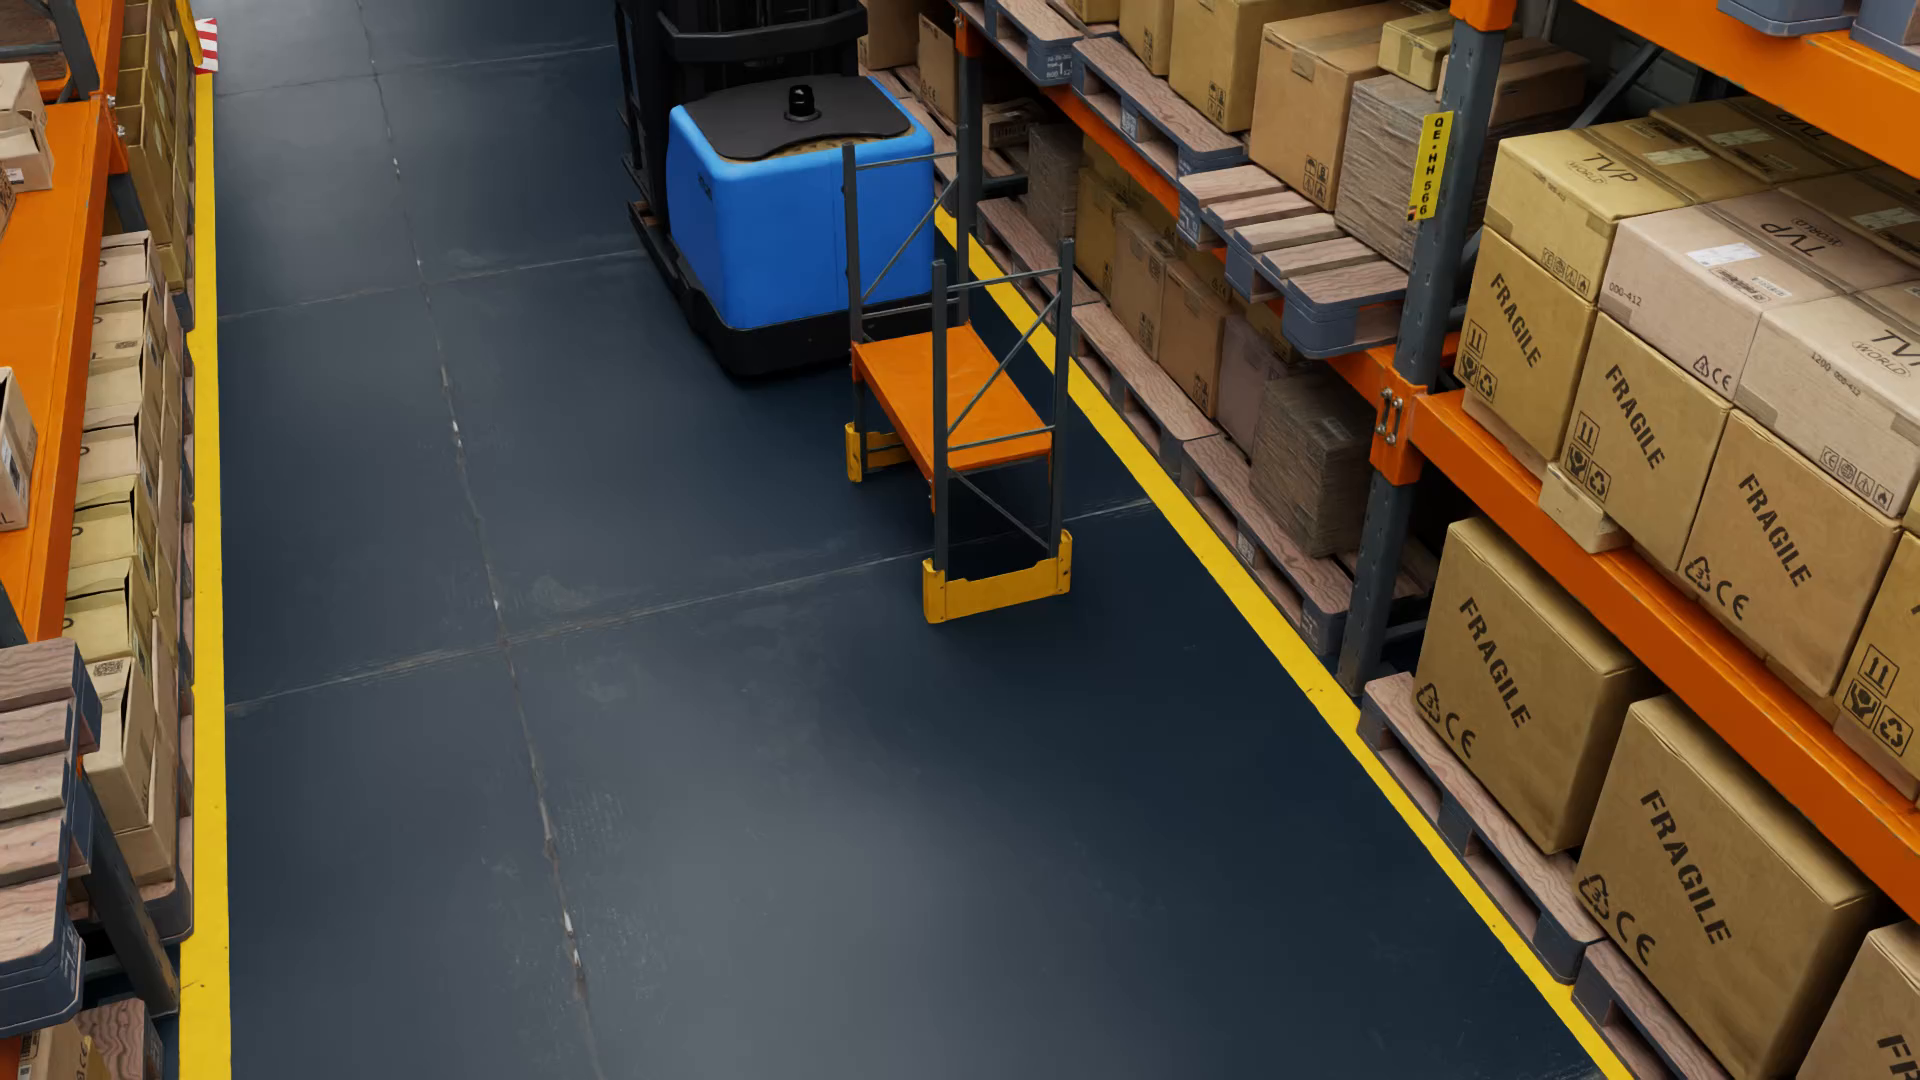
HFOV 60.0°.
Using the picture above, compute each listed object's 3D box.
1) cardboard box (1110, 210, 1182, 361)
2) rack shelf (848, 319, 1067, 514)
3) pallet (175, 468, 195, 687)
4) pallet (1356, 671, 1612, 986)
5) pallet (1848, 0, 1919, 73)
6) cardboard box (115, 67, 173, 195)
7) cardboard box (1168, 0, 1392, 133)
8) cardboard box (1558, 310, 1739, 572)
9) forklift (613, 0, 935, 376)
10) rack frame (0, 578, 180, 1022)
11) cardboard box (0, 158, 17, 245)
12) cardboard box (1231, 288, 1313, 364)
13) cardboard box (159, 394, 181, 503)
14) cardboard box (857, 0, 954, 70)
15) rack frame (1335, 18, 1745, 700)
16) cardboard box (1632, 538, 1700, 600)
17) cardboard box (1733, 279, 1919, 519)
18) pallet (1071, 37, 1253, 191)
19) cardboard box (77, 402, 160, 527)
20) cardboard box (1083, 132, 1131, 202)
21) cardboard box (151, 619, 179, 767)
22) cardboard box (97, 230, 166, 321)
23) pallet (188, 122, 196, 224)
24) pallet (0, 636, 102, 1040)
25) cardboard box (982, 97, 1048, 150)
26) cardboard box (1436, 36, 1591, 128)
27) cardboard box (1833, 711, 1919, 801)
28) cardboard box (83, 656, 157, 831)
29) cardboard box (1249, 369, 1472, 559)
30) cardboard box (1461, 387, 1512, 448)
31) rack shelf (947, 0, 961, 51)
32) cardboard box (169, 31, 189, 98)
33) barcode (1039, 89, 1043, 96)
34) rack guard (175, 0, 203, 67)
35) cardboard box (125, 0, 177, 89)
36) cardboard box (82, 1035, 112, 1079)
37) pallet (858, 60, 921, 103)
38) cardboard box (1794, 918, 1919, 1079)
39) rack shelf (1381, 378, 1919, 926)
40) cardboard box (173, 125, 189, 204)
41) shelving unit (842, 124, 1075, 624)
[{"bbox_3d":[1.116,-1.207,7.571,0.700,0.500,0.500,-12,39,-15],"label":"cardboard box"},{"bbox_3d":[-0.029,-0.504,6.471,0.538,0.185,1.000,-12,39,-16],"label":"rack shelf"},{"bbox_3d":[-3.452,0.220,6.283,1.003,0.211,1.213,-12,39,-16],"label":"pallet"},{"bbox_3d":[2.062,0.814,5.493,1.003,0.211,1.213,-12,39,-16],"label":"pallet"},{"bbox_3d":[2.520,-0.899,3.115,1.003,0.211,1.213,-11,38,-14],"label":"pallet"},{"bbox_3d":[-4.210,-1.969,8.184,0.500,0.500,0.500,-12,39,-16],"label":"cardboard box"},{"bbox_3d":[1.240,-1.939,6.382,0.700,0.500,0.500,-12,39,-16],"label":"cardboard box"},{"bbox_3d":[1.959,-0.302,4.311,0.500,0.500,0.500,-11,38,-14],"label":"cardboard box"},{"bbox_3d":[-1.134,-2.808,8.042,1.130,2.935,3.031,-14,39,-18],"label":"forklift"},{"bbox_3d":[-2.789,0.267,3.902,1.000,3.000,0.127,-12,39,-16],"label":"rack frame"},{"bbox_3d":[-3.735,-1.297,5.896,0.500,0.500,0.500,-10,38,-13],"label":"cardboard box"},{"bbox_3d":[1.427,-0.968,6.631,0.500,0.250,0.500,-12,39,-15],"label":"cardboard box"},{"bbox_3d":[-3.402,-0.313,6.608,0.500,0.250,0.500,-12,39,-15],"label":"cardboard box"},{"bbox_3d":[-0.337,-3.301,10.351,0.700,0.500,0.500,-15,39,-19],"label":"cardboard box"},{"bbox_3d":[1.861,-0.760,5.266,1.000,3.000,0.127,-12,39,-16],"label":"rack frame"},{"bbox_3d":[2.050,-0.006,4.457,0.380,0.149,0.250,-13,39,-16],"label":"cardboard box"},{"bbox_3d":[2.137,-0.332,3.727,0.500,0.250,0.500,-12,39,-16],"label":"cardboard box"},{"bbox_3d":[1.141,-1.794,6.798,1.003,0.211,1.213,-12,39,-16],"label":"pallet"},{"bbox_3d":[-3.233,-0.257,6.068,0.500,0.311,0.500,-13,39,-17],"label":"cardboard box"},{"bbox_3d":[0.908,-1.836,7.784,0.500,0.250,0.500,-13,39,-17],"label":"cardboard box"},{"bbox_3d":[-2.867,0.557,5.453,0.500,0.250,0.500,-13,39,-17],"label":"cardboard box"},{"bbox_3d":[-3.757,-1.116,7.209,0.500,0.311,0.500,-12,39,-16],"label":"cardboard box"},{"bbox_3d":[-4.823,-2.027,9.265,1.003,0.211,1.213,-12,39,-16],"label":"pallet"},{"bbox_3d":[-2.490,0.712,3.471,1.213,0.211,1.003,-12,39,-16],"label":"pallet"},{"bbox_3d":[0.272,-2.360,9.379,0.380,0.166,0.250,-18,40,-22],"label":"cardboard box"},{"bbox_3d":[1.714,-1.424,5.159,0.380,0.149,0.250,-18,40,-22],"label":"cardboard box"},{"bbox_3d":[2.295,0.430,3.878,0.380,0.149,0.250,-12,39,-16],"label":"cardboard box"},{"bbox_3d":[-2.693,0.617,4.908,0.500,0.311,0.500,-11,38,-14],"label":"cardboard box"},{"bbox_3d":[1.564,-0.334,6.412,0.700,0.500,0.500,-12,39,-15],"label":"cardboard box"},{"bbox_3d":[1.757,-0.434,5.025,0.380,0.149,0.250,-13,39,-17],"label":"cardboard box"},{"bbox_3d":[-0.204,-3.863,9.983,1.077,0.370,4.000,-12,39,-16],"label":"rack shelf"},{"bbox_3d":[-4.896,-2.800,9.910,0.500,0.250,0.500,-12,39,-16],"label":"cardboard box"},{"bbox_3d":[0.474,-2.628,9.690,0.001,0.075,0.075,-12,39,-16],"label":"barcode"},{"bbox_3d":[-5.550,-3.267,10.672,1.175,0.500,0.348,-12,39,-16],"label":"rack guard"},{"bbox_3d":[-4.720,-2.818,9.311,0.500,0.500,0.500,-12,39,-16],"label":"cardboard box"},{"bbox_3d":[-2.247,1.570,3.885,0.500,0.500,0.500,-11,38,-14],"label":"cardboard box"},{"bbox_3d":[-0.203,-2.969,10.516,1.003,0.211,1.213,-12,39,-16],"label":"pallet"},{"bbox_3d":[2.583,1.348,3.905,0.750,0.750,0.750,-11,38,-15],"label":"cardboard box"},{"bbox_3d":[2.549,0.657,3.983,1.077,0.370,4.000,-12,39,-16],"label":"rack shelf"},{"bbox_3d":[-4.375,-1.954,8.787,0.500,0.250,0.500,-12,39,-16],"label":"cardboard box"},{"bbox_3d":[-0.026,-0.642,6.356,0.587,1.500,1.083,-12,39,-16],"label":"shelving unit"}]
